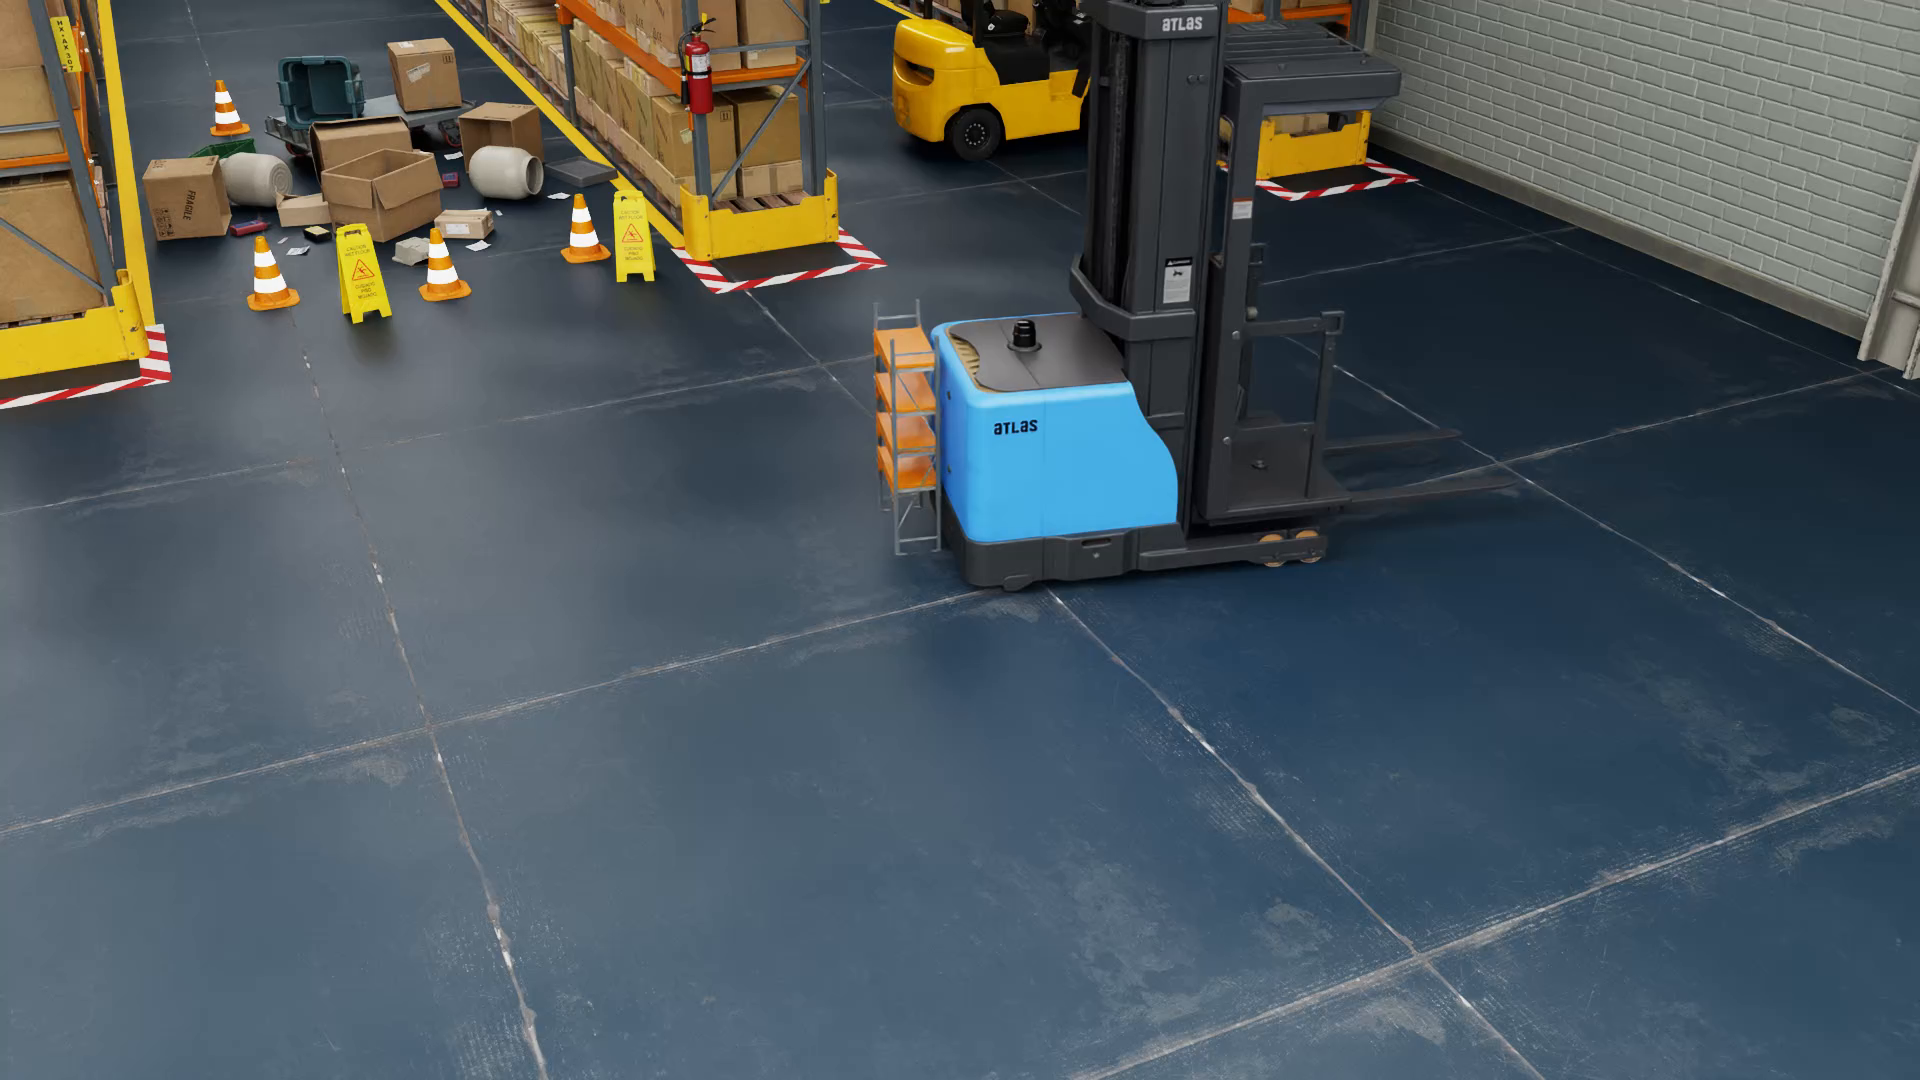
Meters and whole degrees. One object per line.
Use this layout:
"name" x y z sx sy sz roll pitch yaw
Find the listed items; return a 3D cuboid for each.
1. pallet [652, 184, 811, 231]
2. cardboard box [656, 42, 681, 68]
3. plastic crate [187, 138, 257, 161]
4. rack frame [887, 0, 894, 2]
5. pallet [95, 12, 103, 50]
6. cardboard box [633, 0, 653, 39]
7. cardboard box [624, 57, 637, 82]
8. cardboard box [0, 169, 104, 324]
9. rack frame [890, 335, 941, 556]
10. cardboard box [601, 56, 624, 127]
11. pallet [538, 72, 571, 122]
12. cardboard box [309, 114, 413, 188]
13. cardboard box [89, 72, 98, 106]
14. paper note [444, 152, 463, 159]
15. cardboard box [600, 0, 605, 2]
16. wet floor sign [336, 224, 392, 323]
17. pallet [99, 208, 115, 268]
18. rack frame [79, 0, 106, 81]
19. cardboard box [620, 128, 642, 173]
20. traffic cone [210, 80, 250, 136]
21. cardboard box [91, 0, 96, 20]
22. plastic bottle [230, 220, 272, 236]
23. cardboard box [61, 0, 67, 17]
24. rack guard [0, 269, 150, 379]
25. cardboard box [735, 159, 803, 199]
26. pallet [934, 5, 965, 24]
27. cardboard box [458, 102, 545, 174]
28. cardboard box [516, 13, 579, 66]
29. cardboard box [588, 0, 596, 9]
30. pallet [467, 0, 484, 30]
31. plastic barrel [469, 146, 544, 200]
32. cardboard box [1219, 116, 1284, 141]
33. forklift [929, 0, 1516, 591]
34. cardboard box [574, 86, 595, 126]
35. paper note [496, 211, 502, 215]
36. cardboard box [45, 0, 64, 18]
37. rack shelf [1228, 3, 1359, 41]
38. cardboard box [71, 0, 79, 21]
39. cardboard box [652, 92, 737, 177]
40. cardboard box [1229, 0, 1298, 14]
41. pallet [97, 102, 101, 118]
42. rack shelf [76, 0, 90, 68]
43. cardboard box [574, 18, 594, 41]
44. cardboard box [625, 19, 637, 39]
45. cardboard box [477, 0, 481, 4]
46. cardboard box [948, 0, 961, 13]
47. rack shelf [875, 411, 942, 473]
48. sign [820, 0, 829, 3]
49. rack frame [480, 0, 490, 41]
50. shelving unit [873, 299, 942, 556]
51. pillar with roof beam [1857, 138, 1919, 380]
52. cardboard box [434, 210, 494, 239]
"pallet" -1.836 -2.738 13.418 1.003 0.211 1.213 -13 32 -22
"cardboard box" -2.050 -3.654 12.456 0.380 0.149 0.250 -13 32 -23
"plastic crate" -6.374 -3.235 14.268 0.450 0.188 0.662 -7 28 9
"rack frame" -0.440 -8.133 20.186 1.000 3.000 0.127 -13 32 -22
"pallet" -10.203 -5.672 18.649 1.003 0.211 1.213 -13 32 -22
"cardboard box" -2.179 -4.132 12.646 0.500 0.500 0.500 -13 32 -22
"cardboard box" -2.501 -3.824 13.455 0.380 0.149 0.250 -12 31 -20
"cardboard box" -6.265 -2.013 11.016 0.875 0.875 0.875 -13 32 -22
"rack frame" -0.218 -0.455 8.334 0.240 1.200 0.015 -6 30 -11
"cardboard box" -2.733 -3.852 14.168 0.500 0.500 0.500 -11 31 -19
"pallet" -3.540 -4.449 16.468 1.003 0.211 1.213 -13 32 -22
"cardboard box" -4.936 -3.181 13.769 0.797 0.637 0.503 -13 32 -22
"cardboard box" -8.390 -4.122 14.905 1.050 0.750 0.750 -13 32 -22
"paper note" -4.517 -3.434 14.843 0.148 0.019 0.142 -13 32 -22
"cardboard box" -2.827 -4.801 13.838 0.500 0.500 0.500 -13 32 -22
"wet floor sign" -4.113 -1.847 11.384 0.267 0.644 0.232 -19 35 -30
"pallet" -6.848 -2.129 12.332 1.003 0.211 1.213 -13 32 -22
"rack frame" -9.349 -6.005 16.391 1.000 3.000 0.127 -13 32 -22
"cardboard box" -2.522 -3.300 13.949 0.500 0.250 0.500 -14 32 -24
"traffic cone" -6.843 -4.041 15.483 0.336 0.463 0.334 -13 32 -22
"cardboard box" -10.084 -6.136 18.752 0.500 0.500 0.500 -14 32 -23
"plastic bottle" -5.573 -2.459 13.074 0.133 0.061 0.283 26 38 38
"cardboard box" -7.206 -3.904 12.493 0.875 0.550 0.550 -13 32 -22
"rack guard" -5.904 -1.370 10.682 1.175 0.500 0.348 -13 32 -22
"cardboard box" -1.583 -2.953 13.331 0.500 0.250 0.500 -13 32 -22
"pallet" 0.398 -6.006 19.245 1.003 0.211 1.213 -13 32 -22
"cardboard box" -3.973 -3.473 14.431 0.500 0.500 0.500 7 30 13
"cardboard box" -4.043 -5.214 17.238 0.950 0.372 0.625 -12 31 -20
"cardboard box" -2.987 -4.677 14.281 0.380 0.149 0.250 -12 31 -20
"pallet" -5.192 -6.236 19.656 1.003 0.211 1.213 -13 32 -22
"plastic barrel" -3.741 -3.026 13.713 0.512 0.421 0.421 7 30 13
"cardboard box" 2.507 -3.724 14.706 0.500 0.250 0.500 -13 32 -22
"forklift" 1.407 -1.386 8.224 3.031 2.935 1.130 -6 30 -11
"cardboard box" -3.195 -3.988 15.177 0.500 0.250 0.500 -15 32 -24
"paper note" -3.734 -2.649 13.464 0.032 0.001 0.123 -13 32 -22
"cardboard box" -6.476 -3.679 10.986 0.875 0.550 0.550 -13 32 -22
"rack shelf" 2.136 -5.168 15.636 1.077 0.370 4.000 -13 32 -22
"cardboard box" -7.614 -4.570 13.731 0.500 0.500 0.500 -13 32 -21
"cardboard box" -2.066 -3.165 12.942 0.500 0.500 0.500 -13 32 -22
"cardboard box" 2.546 -4.804 14.149 0.500 0.500 0.500 -14 32 -23
"pallet" -8.558 -3.886 15.464 1.003 0.211 1.213 -13 32 -22
"rack shelf" -8.490 -4.807 14.992 1.077 0.370 4.000 -13 32 -22
"cardboard box" -3.195 -4.530 14.714 0.380 0.149 0.250 -13 32 -21
"cardboard box" -2.453 -4.116 13.280 0.380 0.149 0.250 -13 32 -22
"cardboard box" -5.143 -6.668 19.317 0.875 0.875 0.875 -13 32 -22
"cardboard box" 0.392 -6.417 19.126 0.875 0.625 0.625 -14 32 -24
"rack shelf" -0.269 -0.513 8.575 0.258 0.148 0.480 -6 30 -11
"sign" -0.997 -4.046 12.014 0.100 0.325 0.005 -13 32 -22
"rack frame" -4.921 -7.089 18.325 1.000 3.000 0.127 -13 32 -22
"shelving unit" -0.269 -0.572 8.542 0.258 1.200 0.503 -6 30 -11
"pillar with roof beam" 2.197 -4.158 6.964 9.100 9.000 0.400 -13 32 -22
"cardboard box" -3.874 -2.466 12.995 0.380 0.149 0.250 2 29 4
